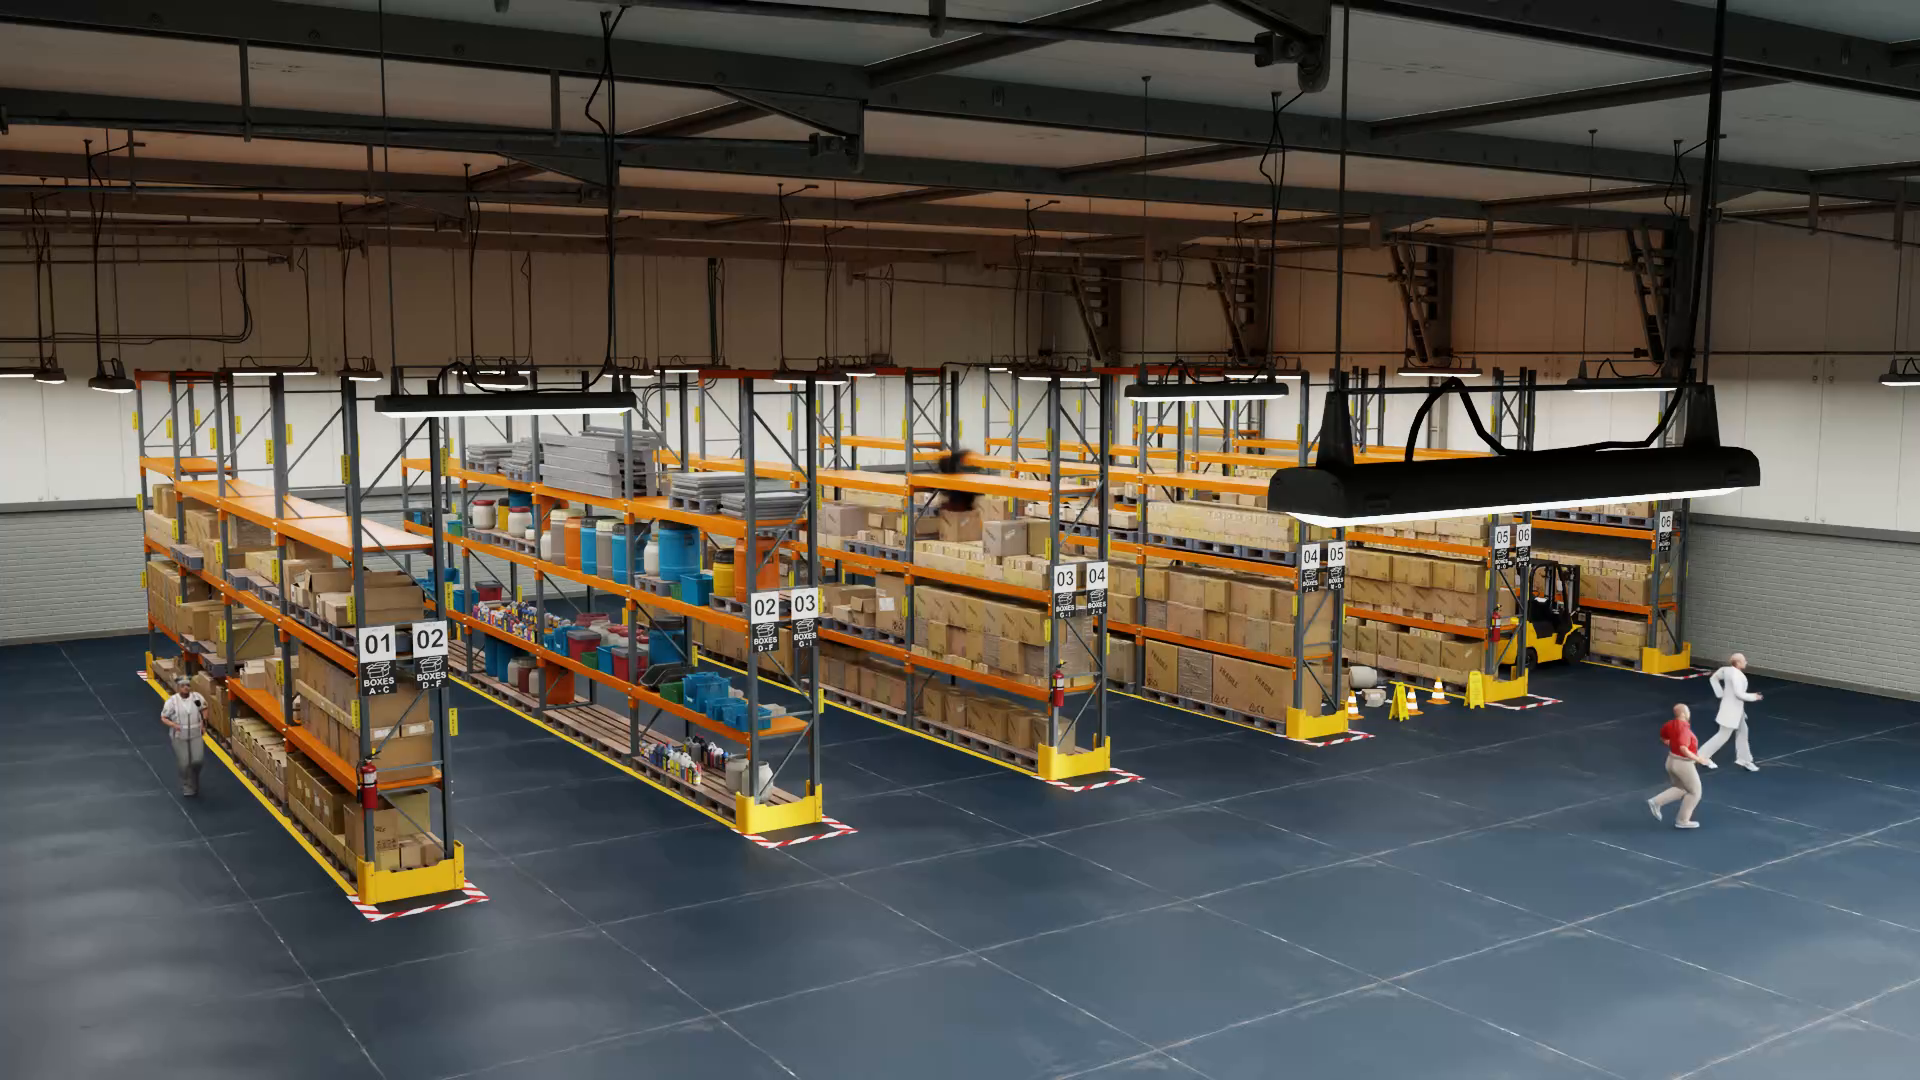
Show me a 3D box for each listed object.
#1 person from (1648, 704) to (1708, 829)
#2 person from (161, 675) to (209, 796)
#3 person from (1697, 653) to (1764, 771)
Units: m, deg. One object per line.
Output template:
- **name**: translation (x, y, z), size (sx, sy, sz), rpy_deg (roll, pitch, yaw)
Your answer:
- **person**: translation (9.566, 3.003, 22.125), size (0.624, 1.675, 0.664), rpy_deg (0, 6, -4)
- **person**: translation (-11.017, 2.787, 23.751), size (0.672, 1.740, 0.585), rpy_deg (-5, 8, -35)
- **person**: translation (11.645, 2.612, 25.175), size (0.984, 1.819, 0.668), rpy_deg (1, 7, 13)
